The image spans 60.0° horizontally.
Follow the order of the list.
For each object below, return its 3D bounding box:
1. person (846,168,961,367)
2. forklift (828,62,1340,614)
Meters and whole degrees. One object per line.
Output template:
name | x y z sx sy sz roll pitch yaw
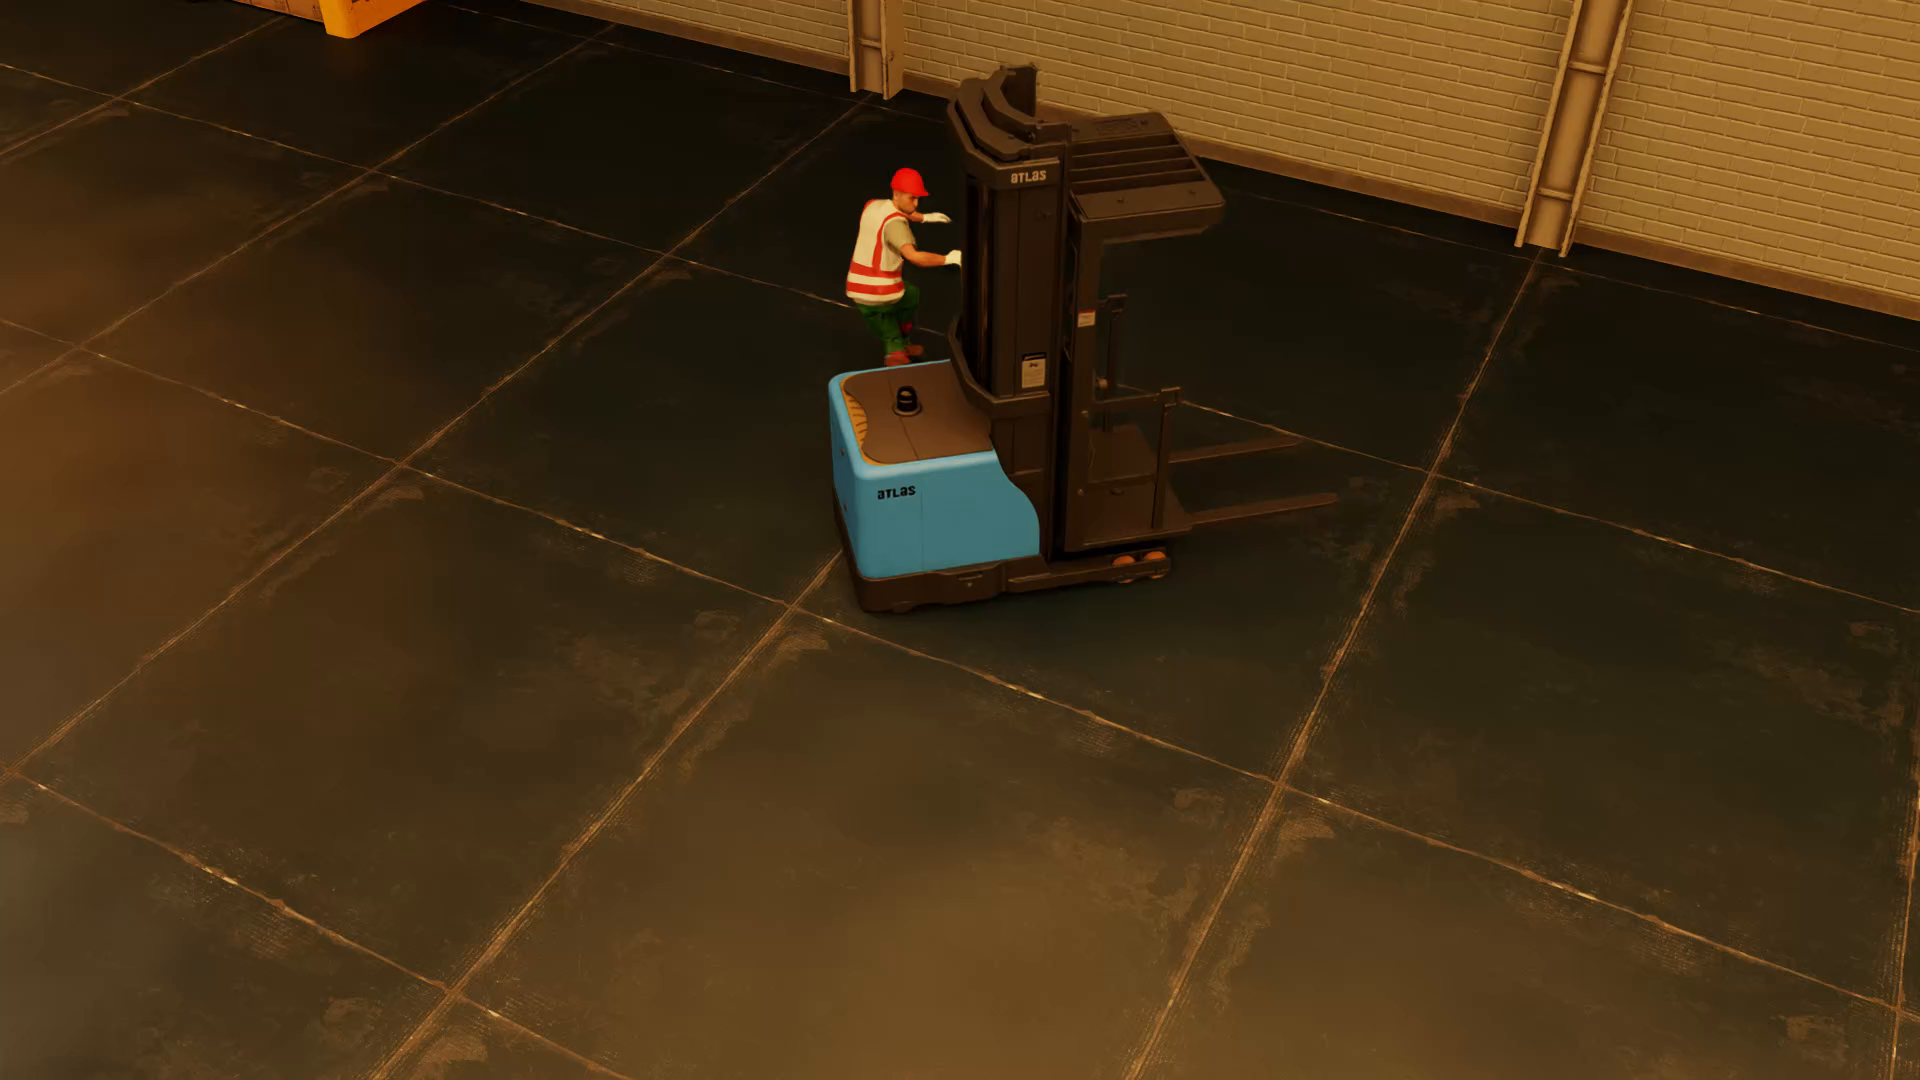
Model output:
person | -0.248 -1.745 11.176 0.911 1.549 1.147 22 45 24
forklift | 0.787 -1.187 9.396 3.031 2.935 1.130 -8 41 -10
